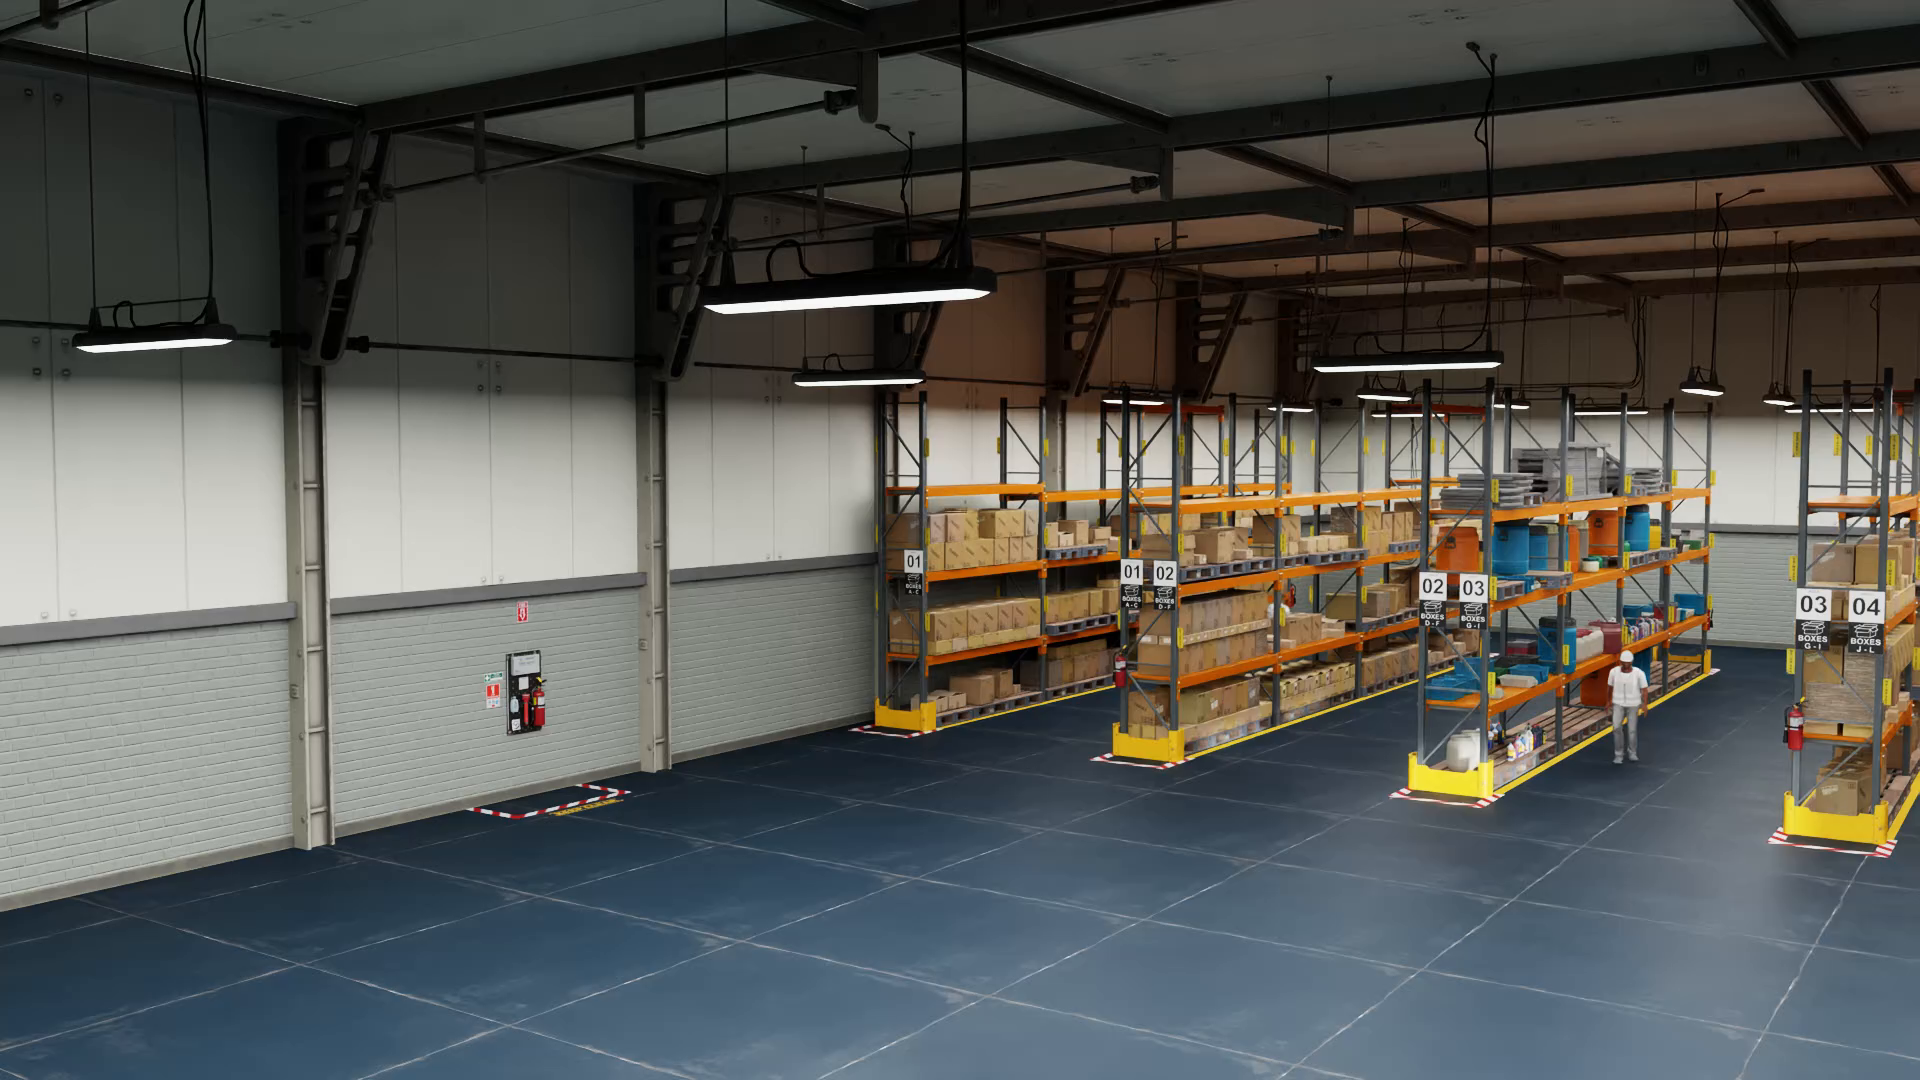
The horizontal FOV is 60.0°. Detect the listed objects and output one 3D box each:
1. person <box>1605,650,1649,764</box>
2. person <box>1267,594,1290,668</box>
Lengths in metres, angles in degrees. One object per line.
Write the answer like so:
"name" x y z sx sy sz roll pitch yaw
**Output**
"person" 10.602 2.663 26.459 0.661 1.826 0.518 2 4 29
"person" 7.196 2.030 37.757 0.595 1.697 1.099 2 4 31
